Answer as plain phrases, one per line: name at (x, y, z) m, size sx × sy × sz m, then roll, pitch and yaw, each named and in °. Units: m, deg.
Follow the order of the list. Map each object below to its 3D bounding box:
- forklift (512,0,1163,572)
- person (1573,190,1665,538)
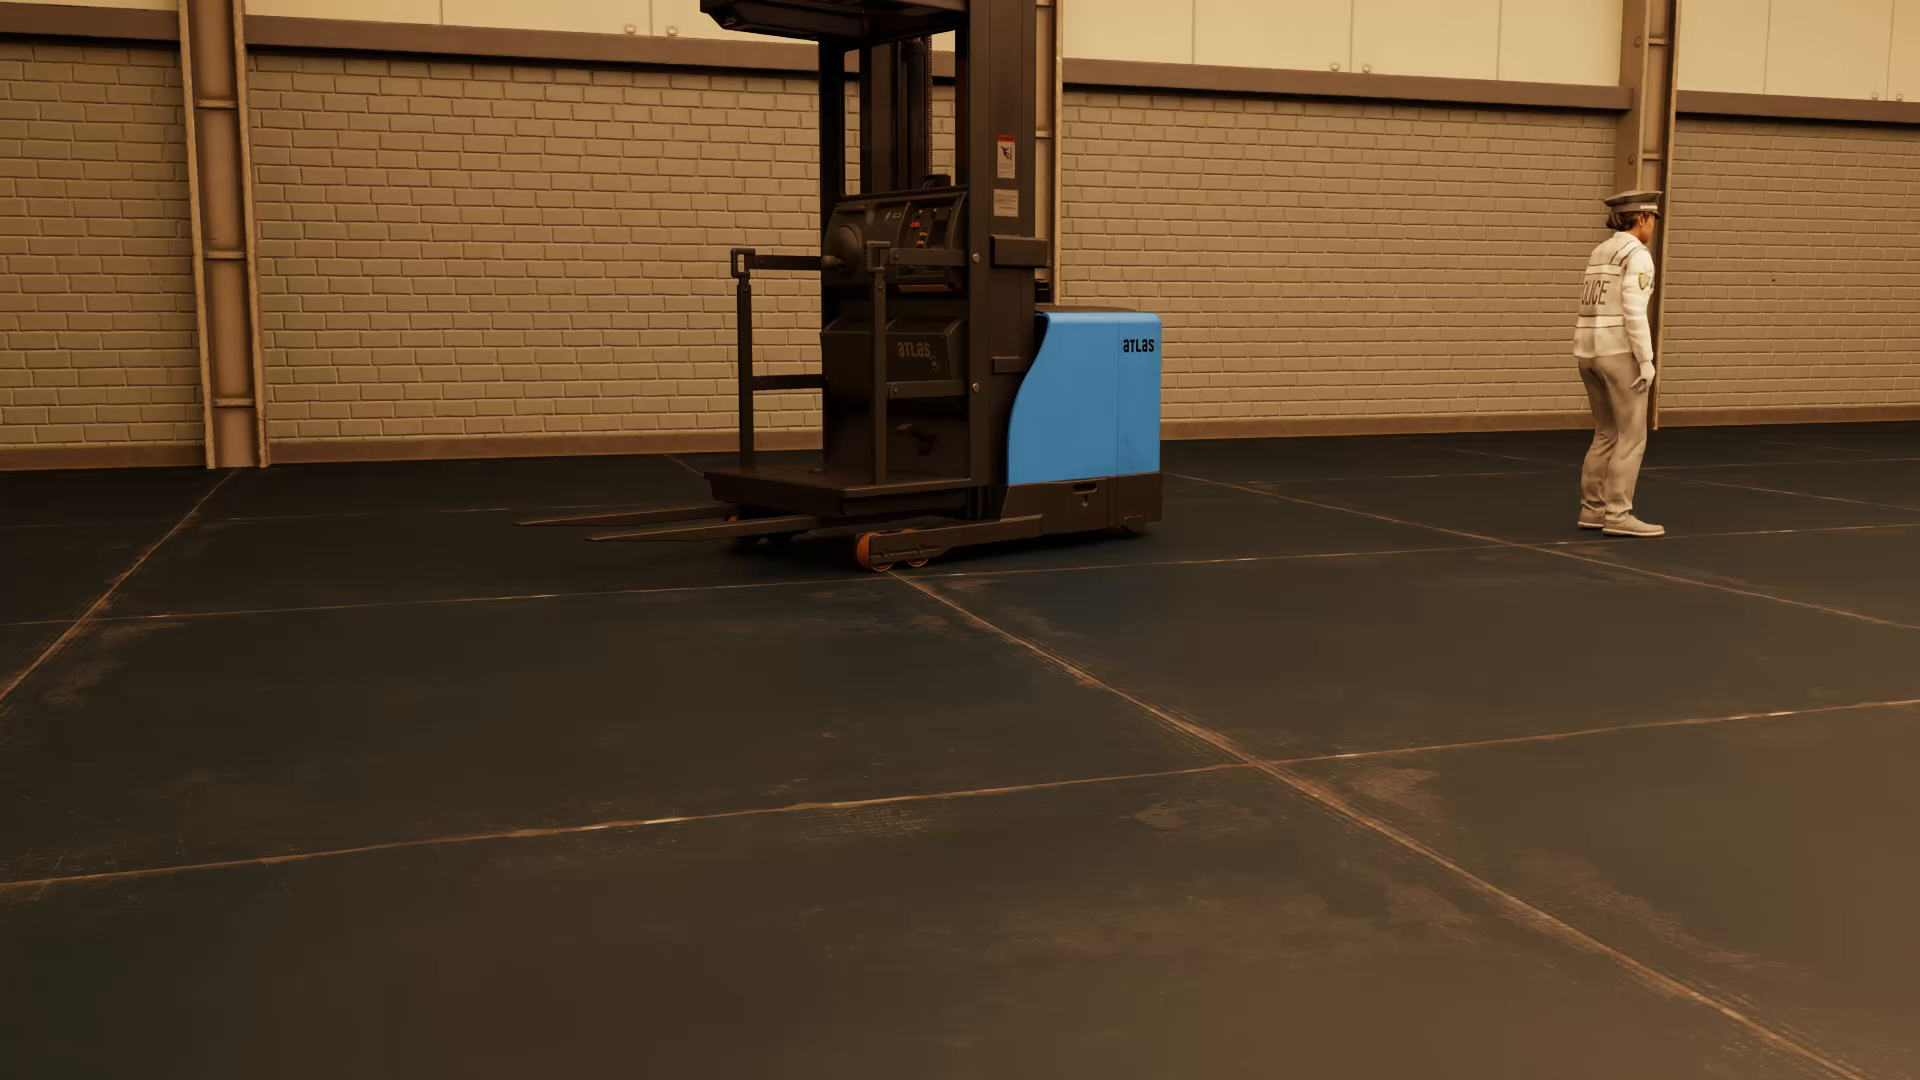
forklift at (-0.461, -1.399, 7.333) m, size 3.031 × 2.935 × 1.130 m, roll -7°, pitch 10°, yaw -40°
person at (3.216, -0.866, 8.133) m, size 0.374 × 1.662 × 0.535 m, roll -1°, pitch 8°, yaw -7°
